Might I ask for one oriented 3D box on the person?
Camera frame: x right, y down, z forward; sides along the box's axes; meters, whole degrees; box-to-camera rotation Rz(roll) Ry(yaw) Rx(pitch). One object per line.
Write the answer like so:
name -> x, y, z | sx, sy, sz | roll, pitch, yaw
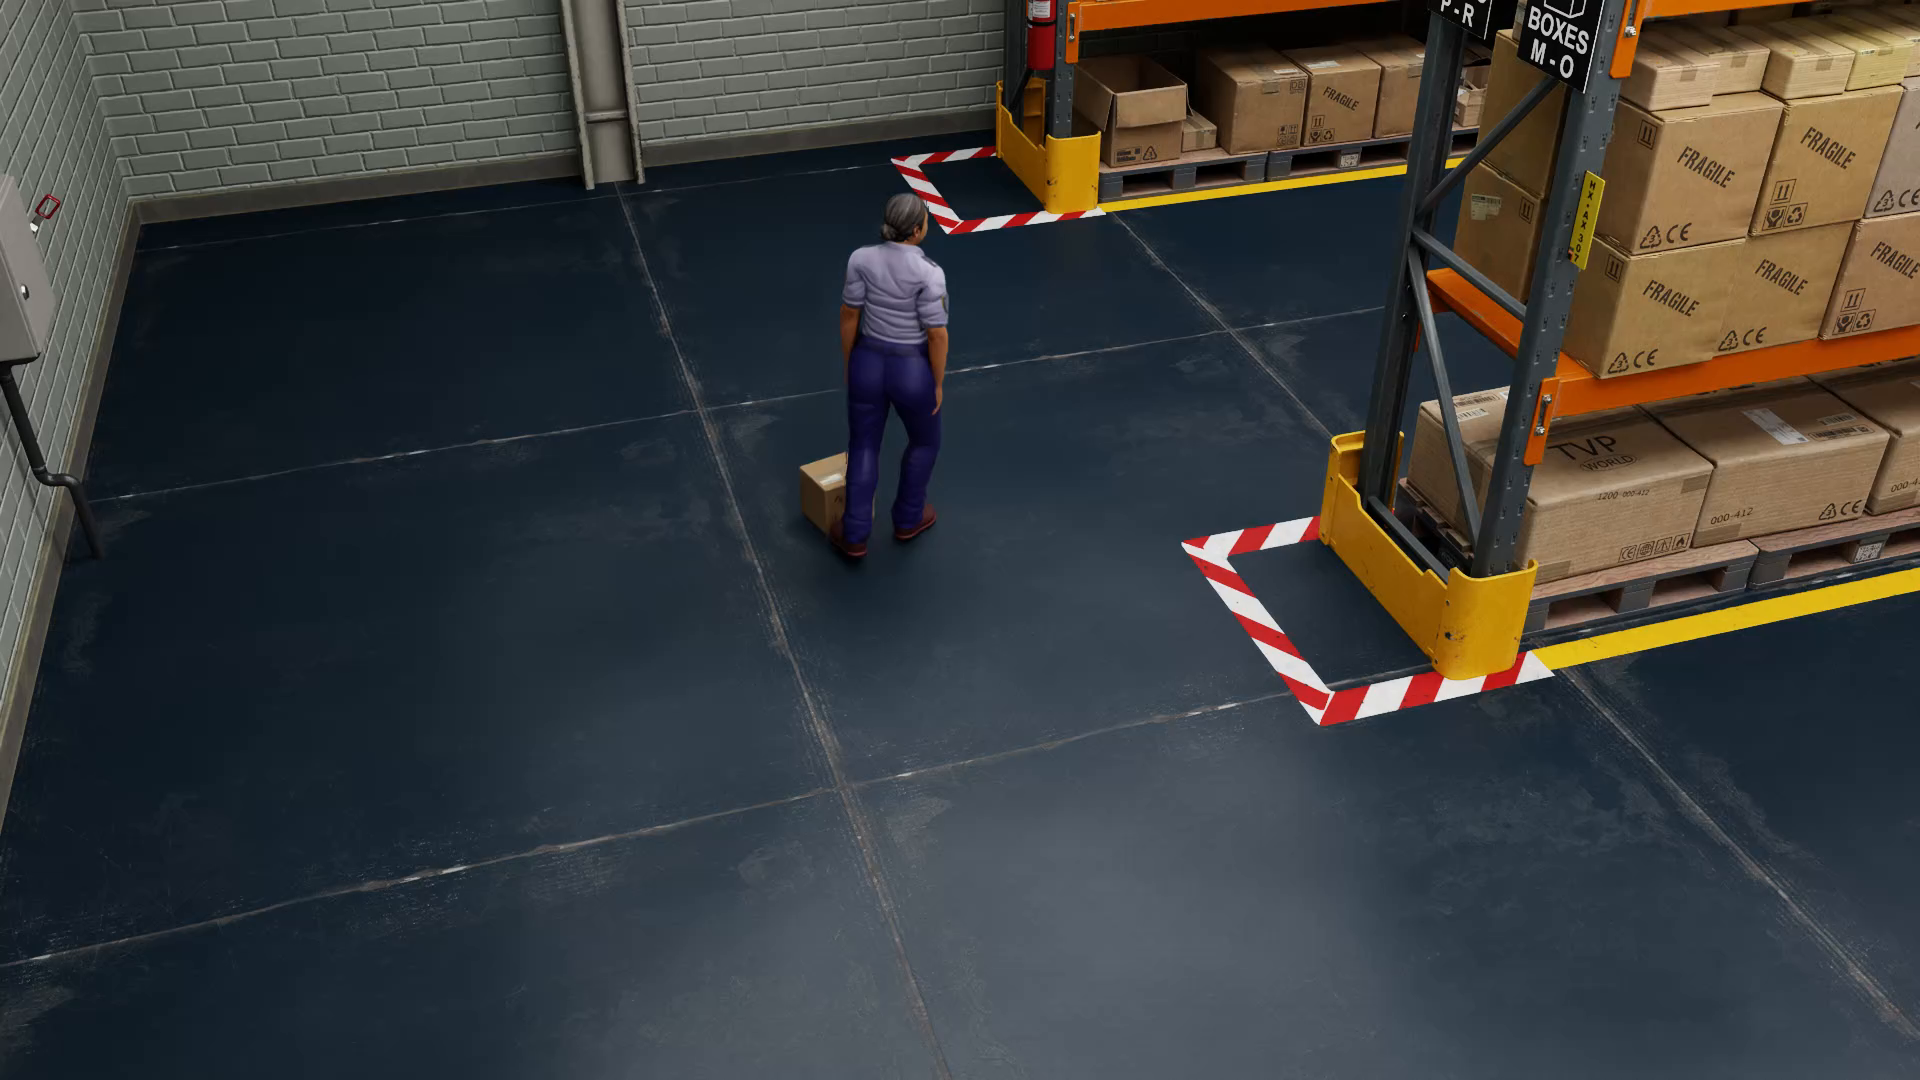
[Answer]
person -> -0.312, -0.681, 7.166 | 0.530, 1.634, 0.559 | 10, 35, 15
